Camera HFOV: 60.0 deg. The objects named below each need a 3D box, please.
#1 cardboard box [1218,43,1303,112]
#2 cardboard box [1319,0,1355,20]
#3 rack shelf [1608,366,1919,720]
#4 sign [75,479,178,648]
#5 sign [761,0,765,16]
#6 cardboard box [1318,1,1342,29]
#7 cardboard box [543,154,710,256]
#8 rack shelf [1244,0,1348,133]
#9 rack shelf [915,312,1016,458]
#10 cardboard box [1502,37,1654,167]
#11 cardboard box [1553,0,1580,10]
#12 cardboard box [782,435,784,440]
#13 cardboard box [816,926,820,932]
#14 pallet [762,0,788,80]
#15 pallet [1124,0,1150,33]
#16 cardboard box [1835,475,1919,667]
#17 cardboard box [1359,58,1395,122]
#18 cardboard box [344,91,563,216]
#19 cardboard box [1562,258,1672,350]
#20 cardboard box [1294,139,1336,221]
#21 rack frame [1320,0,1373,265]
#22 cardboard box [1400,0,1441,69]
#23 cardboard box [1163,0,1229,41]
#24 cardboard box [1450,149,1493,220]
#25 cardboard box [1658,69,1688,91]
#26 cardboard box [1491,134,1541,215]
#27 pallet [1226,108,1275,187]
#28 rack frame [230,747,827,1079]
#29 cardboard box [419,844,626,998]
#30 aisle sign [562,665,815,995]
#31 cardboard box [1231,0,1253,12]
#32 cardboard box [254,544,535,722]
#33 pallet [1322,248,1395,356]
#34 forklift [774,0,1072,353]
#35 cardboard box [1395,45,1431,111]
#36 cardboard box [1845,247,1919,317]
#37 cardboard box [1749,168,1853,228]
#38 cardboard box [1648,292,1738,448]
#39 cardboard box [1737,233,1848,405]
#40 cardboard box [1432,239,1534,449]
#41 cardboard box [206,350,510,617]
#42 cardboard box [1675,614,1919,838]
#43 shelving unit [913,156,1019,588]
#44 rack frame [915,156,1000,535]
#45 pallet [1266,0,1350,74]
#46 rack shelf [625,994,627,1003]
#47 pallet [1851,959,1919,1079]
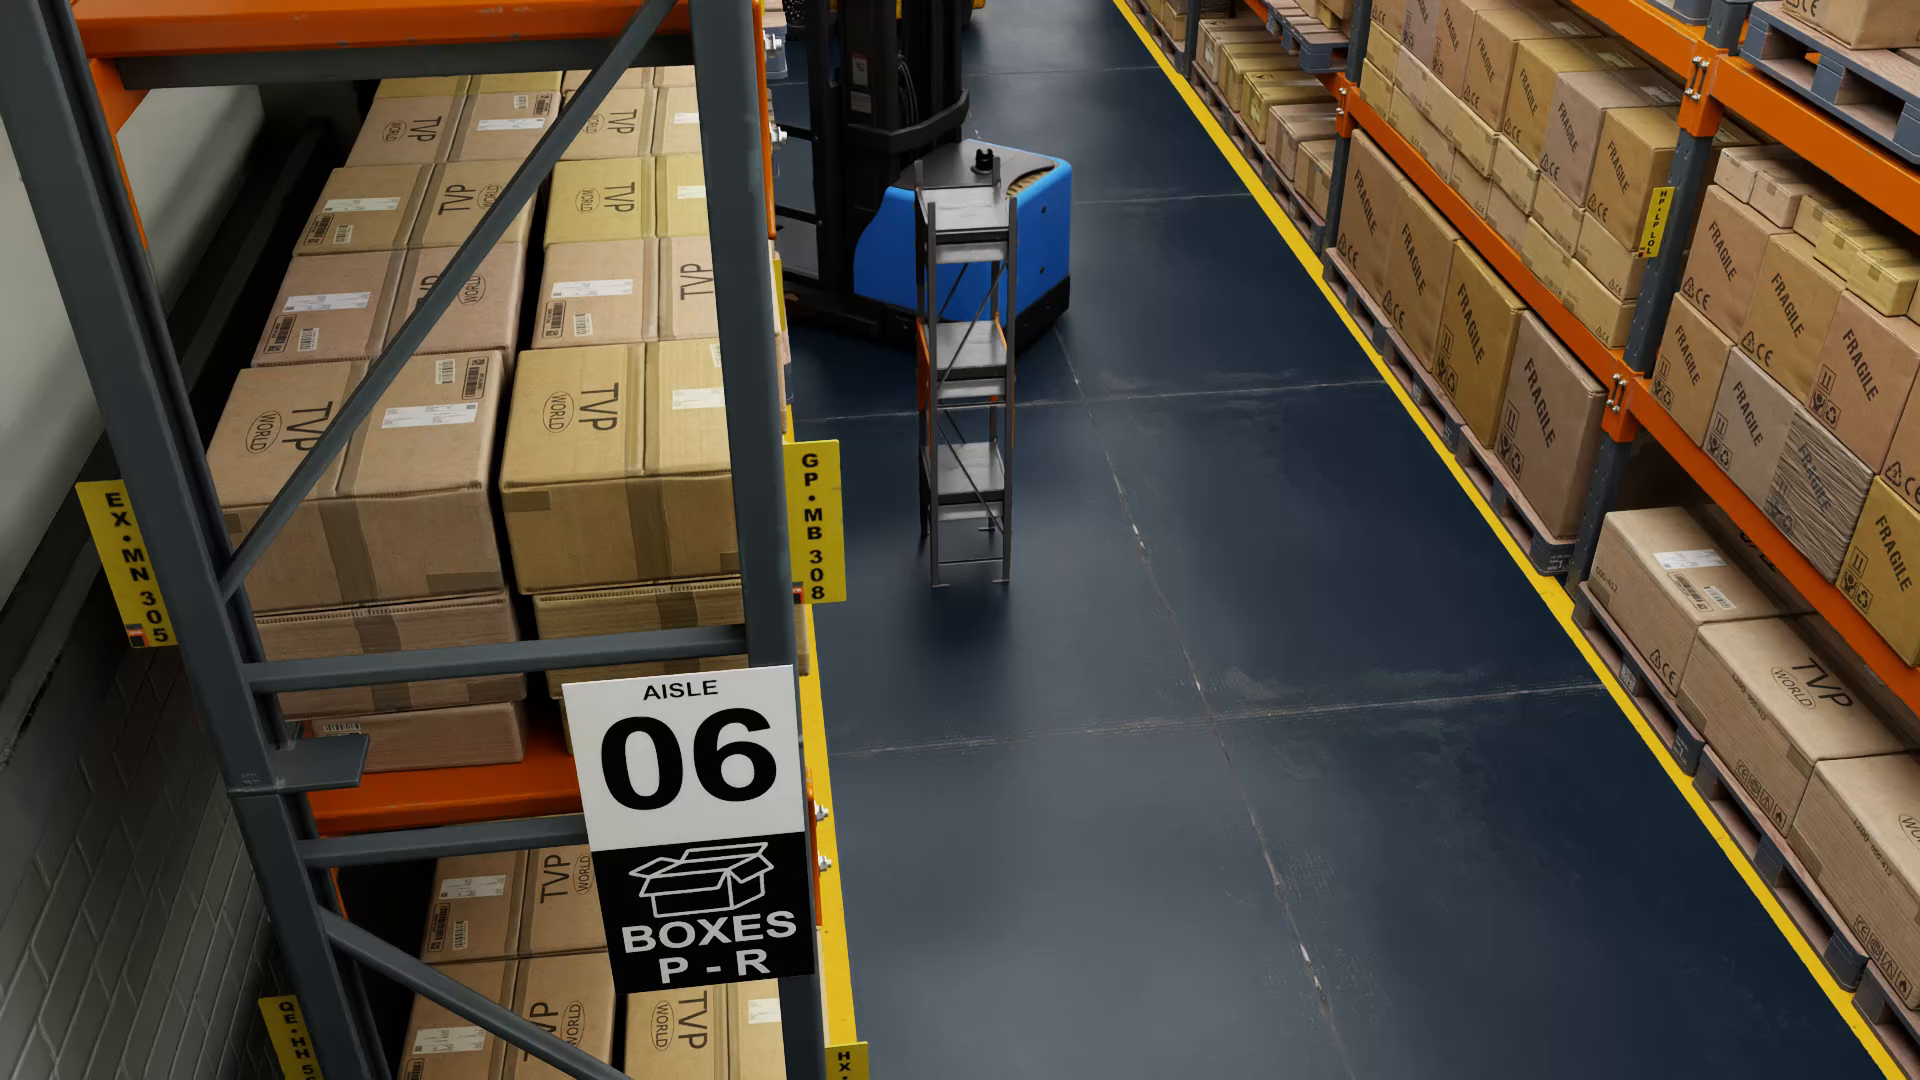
[{"bbox_3d":[2.691,-3.852,13.828,0.950,0.372,0.625,-2,34,-3],"label":"cardboard box"},{"bbox_3d":[2.720,-3.796,11.060,0.500,0.500,0.500,-5,35,-8],"label":"cardboard box"},{"bbox_3d":[3.863,0.420,6.238,1.077,0.370,4.000,-4,35,-6],"label":"rack shelf"},{"bbox_3d":[-1.338,0.042,2.704,0.100,0.325,0.005,-4,35,-6],"label":"sign"},{"bbox_3d":[-0.787,-2.114,6.195,0.100,0.325,0.005,-4,35,-6],"label":"sign"},{"bbox_3d":[2.671,-3.605,11.355,0.380,0.149,0.250,-4,34,-6],"label":"cardboard box"},{"bbox_3d":[-0.728,-0.722,4.036,0.500,0.250,0.500,-5,35,-7],"label":"cardboard box"},{"bbox_3d":[2.787,-4.045,12.789,1.077,0.370,4.000,-4,35,-6],"label":"rack shelf"},{"bbox_3d":[0.022,-0.764,8.159,0.431,0.518,0.480,-4,35,-6],"label":"rack shelf"},{"bbox_3d":[3.160,-2.251,8.542,0.500,0.500,0.500,-3,34,-5],"label":"cardboard box"},{"bbox_3d":[3.522,-2.848,9.418,0.500,0.500,0.500,-4,35,-6],"label":"cardboard box"},{"bbox_3d":[-0.609,-0.150,3.995,0.380,0.149,0.250,-4,34,-5],"label":"cardboard box"},{"bbox_3d":[-0.648,1.001,4.616,0.500,0.250,0.500,-4,34,-6],"label":"cardboard box"},{"bbox_3d":[-1.342,-2.147,6.868,1.213,0.211,1.003,-4,35,-6],"label":"pallet"},{"bbox_3d":[2.226,-5.360,16.556,1.003,0.211,1.213,-4,35,-6],"label":"pallet"},{"bbox_3d":[3.591,0.093,5.989,0.500,0.500,0.500,-3,34,-5],"label":"cardboard box"},{"bbox_3d":[2.873,-2.872,10.562,0.500,0.250,0.500,-5,35,-7],"label":"cardboard box"},{"bbox_3d":[-1.312,-0.976,4.408,0.500,0.250,0.500,-4,35,-6],"label":"cardboard box"},{"bbox_3d":[3.284,-1.163,8.055,0.500,0.250,0.500,-5,35,-8],"label":"cardboard box"},{"bbox_3d":[2.990,-2.630,12.034,0.950,0.372,0.625,-7,35,-10],"label":"cardboard box"},{"bbox_3d":[3.056,-3.226,10.949,1.000,3.000,0.127,-4,35,-6],"label":"rack frame"},{"bbox_3d":[2.957,-3.110,9.803,0.500,0.500,0.500,-4,35,-6],"label":"cardboard box"},{"bbox_3d":[2.173,-4.805,15.334,0.500,0.250,0.500,-3,34,-4],"label":"cardboard box"},{"bbox_3d":[3.094,-2.018,9.310,0.500,0.250,0.500,-4,35,-6],"label":"cardboard box"},{"bbox_3d":[3.724,-1.997,8.169,0.500,0.500,0.500,-5,35,-7],"label":"cardboard box"},{"bbox_3d":[3.144,-1.933,8.741,0.500,0.250,0.500,-4,34,-5],"label":"cardboard box"},{"bbox_3d":[2.792,-3.189,13.371,1.003,0.211,1.213,-4,35,-6],"label":"pallet"},{"bbox_3d":[-0.786,1.616,3.843,1.000,3.000,0.127,-4,35,-6],"label":"rack frame"},{"bbox_3d":[-1.179,1.031,4.571,0.500,0.250,0.500,-4,35,-6],"label":"cardboard box"},{"bbox_3d":[-0.486,0.558,3.088,0.394,0.787,0.004,-4,35,-6],"label":"aisle sign"},{"bbox_3d":[2.707,-5.155,15.182,0.500,0.500,0.500,-3,34,-4],"label":"cardboard box"},{"bbox_3d":[-1.115,0.088,3.291,0.500,0.250,0.500,-5,35,-7],"label":"cardboard box"},{"bbox_3d":[3.088,-1.628,11.080,1.003,0.211,1.213,-4,35,-6],"label":"pallet"},{"bbox_3d":[-0.803,-2.912,10.549,3.031,2.935,1.130,19,39,25],"label":"forklift"},{"bbox_3d":[2.948,-2.780,9.984,0.500,0.250,0.500,-4,34,-5],"label":"cardboard box"},{"bbox_3d":[3.486,-0.945,6.050,0.380,0.149,0.250,-5,35,-8],"label":"cardboard box"},{"bbox_3d":[3.430,-1.379,6.685,0.380,0.149,0.250,-4,34,-6],"label":"cardboard box"},{"bbox_3d":[3.398,-0.753,7.232,0.500,0.500,0.500,-3,34,-5],"label":"cardboard box"},{"bbox_3d":[3.480,-0.882,6.532,0.500,0.500,0.500,-5,35,-7],"label":"cardboard box"},{"bbox_3d":[3.302,-1.133,9.391,0.875,0.875,0.875,-3,34,-5],"label":"cardboard box"},{"bbox_3d":[-1.122,-0.117,3.149,0.500,0.250,0.500,-5,35,-8],"label":"cardboard box"},{"bbox_3d":[3.693,0.750,7.017,0.875,0.438,0.875,-5,35,-8],"label":"cardboard box"},{"bbox_3d":[0.022,-0.775,8.152,0.431,2.100,0.503,-4,35,-6],"label":"shelving unit"},{"bbox_3d":[-0.011,-0.911,8.352,0.400,2.100,0.015,-4,35,-6],"label":"rack frame"},{"bbox_3d":[2.855,-3.536,11.574,1.213,0.211,1.003,-4,35,-6],"label":"pallet"},{"bbox_3d":[-1.055,0.798,5.683,1.077,0.370,4.000,-4,35,-6],"label":"rack shelf"},{"bbox_3d":[3.947,1.951,5.829,1.003,0.211,1.213,-4,35,-6],"label":"pallet"}]
